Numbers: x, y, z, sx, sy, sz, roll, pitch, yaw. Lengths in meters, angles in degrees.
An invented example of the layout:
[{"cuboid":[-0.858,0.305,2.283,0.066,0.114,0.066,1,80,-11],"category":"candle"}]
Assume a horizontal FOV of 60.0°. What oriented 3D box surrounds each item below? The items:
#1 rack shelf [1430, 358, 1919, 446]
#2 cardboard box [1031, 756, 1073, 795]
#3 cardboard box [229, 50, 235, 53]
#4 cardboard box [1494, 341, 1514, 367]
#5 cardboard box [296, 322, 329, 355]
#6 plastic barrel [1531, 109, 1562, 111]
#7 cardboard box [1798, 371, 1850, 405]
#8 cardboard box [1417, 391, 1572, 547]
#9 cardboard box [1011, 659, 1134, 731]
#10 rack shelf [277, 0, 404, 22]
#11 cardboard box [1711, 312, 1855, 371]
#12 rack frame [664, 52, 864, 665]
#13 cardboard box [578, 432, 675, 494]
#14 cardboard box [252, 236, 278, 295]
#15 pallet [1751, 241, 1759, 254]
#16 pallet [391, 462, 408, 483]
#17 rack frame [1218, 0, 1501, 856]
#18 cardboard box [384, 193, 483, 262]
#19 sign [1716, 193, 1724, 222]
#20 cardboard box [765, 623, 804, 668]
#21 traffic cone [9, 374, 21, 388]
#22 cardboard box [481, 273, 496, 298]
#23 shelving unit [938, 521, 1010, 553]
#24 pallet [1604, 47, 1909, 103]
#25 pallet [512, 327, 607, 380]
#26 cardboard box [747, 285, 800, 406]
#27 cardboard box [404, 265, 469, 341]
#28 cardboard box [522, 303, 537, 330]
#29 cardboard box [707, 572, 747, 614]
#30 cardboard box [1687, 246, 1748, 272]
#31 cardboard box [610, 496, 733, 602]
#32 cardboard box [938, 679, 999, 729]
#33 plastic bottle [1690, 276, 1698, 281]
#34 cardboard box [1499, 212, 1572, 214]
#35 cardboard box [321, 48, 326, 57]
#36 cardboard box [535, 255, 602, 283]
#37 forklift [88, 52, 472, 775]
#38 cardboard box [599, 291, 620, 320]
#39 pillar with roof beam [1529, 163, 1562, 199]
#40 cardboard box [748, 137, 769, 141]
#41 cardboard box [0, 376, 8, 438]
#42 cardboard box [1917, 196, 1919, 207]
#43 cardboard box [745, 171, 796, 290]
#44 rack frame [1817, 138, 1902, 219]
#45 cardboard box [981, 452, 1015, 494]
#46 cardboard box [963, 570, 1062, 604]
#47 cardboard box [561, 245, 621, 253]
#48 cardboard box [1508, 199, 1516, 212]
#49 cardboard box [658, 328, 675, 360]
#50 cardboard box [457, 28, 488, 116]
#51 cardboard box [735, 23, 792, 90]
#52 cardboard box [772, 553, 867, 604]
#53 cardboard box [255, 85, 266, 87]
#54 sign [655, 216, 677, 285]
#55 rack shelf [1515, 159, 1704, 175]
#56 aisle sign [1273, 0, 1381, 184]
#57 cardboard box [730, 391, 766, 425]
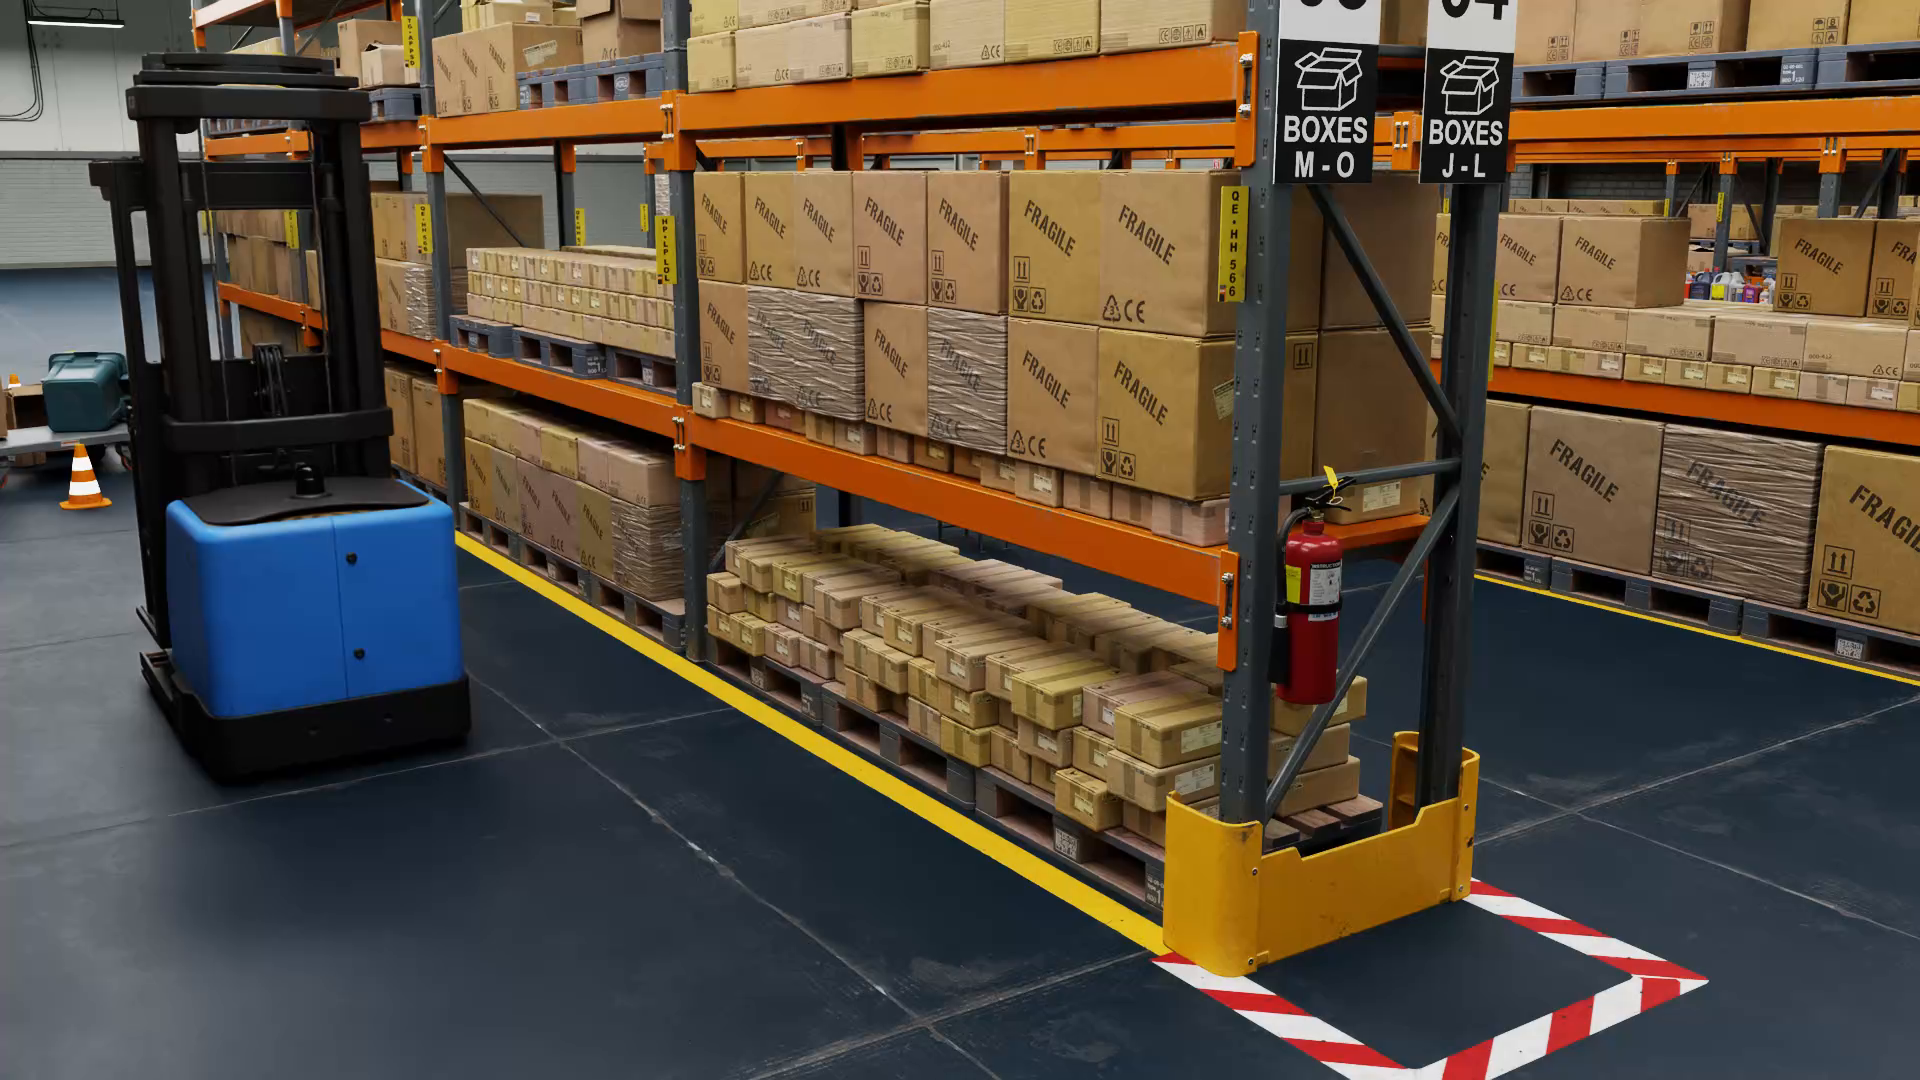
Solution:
[{"cuboid":[4.333,-0.762,9.510,1.077,0.370,4.000,-8,15,-33],"category":"rack shelf"},{"cuboid":[0.489,0.839,6.195,0.380,0.149,0.250,-8,15,-33],"category":"cardboard box"},{"cuboid":[-6.843,-4.652,16.096,0.380,0.149,0.250,-8,15,-32],"category":"cardboard box"},{"cuboid":[3.404,-1.161,10.239,0.380,0.149,0.250,-8,14,-31],"category":"cardboard box"},{"cuboid":[-5.683,-1.610,15.695,0.875,0.875,0.875,-8,15,-32],"category":"cardboard box"},{"cuboid":[5.528,-4.146,15.659,0.294,0.245,0.294,0,12,0],"category":"plastic barrel"},{"cuboid":[4.548,-0.795,8.565,0.380,0.149,0.250,-8,15,-32],"category":"cardboard box"},{"cuboid":[3.524,-0.510,10.662,0.875,0.875,0.875,-8,15,-33],"category":"cardboard box"},{"cuboid":[0.411,0.561,6.071,0.380,0.149,0.250,-8,15,-34],"category":"cardboard box"},{"cuboid":[-4.284,-4.351,12.816,1.077,0.370,4.000,-8,15,-33],"category":"rack shelf"},{"cuboid":[4.389,-1.066,8.868,0.500,0.250,0.500,-9,15,-35],"category":"cardboard box"},{"cuboid":[-0.960,-0.900,8.458,1.000,3.000,0.127,-8,15,-33],"category":"rack frame"},{"cuboid":[-1.857,-0.446,9.494,0.500,0.250,0.500,-7,14,-30],"category":"cardboard box"},{"cuboid":[-6.509,-2.748,16.556,0.875,0.550,0.500,-8,15,-33],"category":"cardboard box"},{"cuboid":[12.249,-4.193,23.964,1.003,0.211,1.213,-8,15,-33],"category":"pallet"},{"cuboid":[-4.222,-0.615,13.682,1.003,0.211,1.213,-8,15,-33],"category":"pallet"},{"cuboid":[1.256,-0.189,5.205,1.000,3.000,0.127,-8,15,-33],"category":"rack frame"},{"cuboid":[-3.984,-2.411,12.790,0.700,0.500,0.500,-8,15,-34],"category":"cardboard box"},{"cuboid":[8.797,-3.852,19.245,0.100,0.325,0.005,-8,15,-33],"category":"sign"},{"cuboid":[-0.697,0.475,7.857,0.380,0.149,0.250,-8,15,-33],"category":"cardboard box"},{"cuboid":[-9.626,-1.459,16.952,0.336,0.463,0.334,-8,15,-33],"category":"traffic cone"},{"cuboid":[-2.924,-1.682,10.940,0.380,0.149,0.250,-7,14,-30],"category":"cardboard box"},{"cuboid":[0.092,-0.557,11.099,0.258,1.200,0.503,-8,15,-33],"category":"shelving unit"},{"cuboid":[4.341,-2.528,9.087,1.003,0.211,1.213,-8,15,-33],"category":"pallet"},{"cuboid":[-2.045,-1.171,10.143,1.003,0.211,1.213,-8,15,-33],"category":"pallet"},{"cuboid":[-0.615,-0.889,7.477,0.500,0.500,0.500,-8,15,-33],"category":"cardboard box"},{"cuboid":[-3.649,-1.709,11.921,0.500,0.500,0.500,-8,15,-33],"category":"cardboard box"},{"cuboid":[-2.498,-1.400,10.348,0.380,0.149,0.250,-8,14,-31],"category":"cardboard box"},{"cuboid":[-1.026,0.244,8.217,0.380,0.149,0.250,-7,14,-30],"category":"cardboard box"},{"cuboid":[9.093,-3.379,20.001,0.500,0.311,0.500,-7,14,-29],"category":"cardboard box"},{"cuboid":[-1.580,0.014,9.145,0.500,0.500,0.500,-8,15,-34],"category":"cardboard box"},{"cuboid":[0.139,0.610,6.543,0.380,0.149,0.250,-8,15,-32],"category":"cardboard box"},{"cuboid":[6.472,-2.197,14.690,0.097,0.271,0.097,0,12,0],"category":"plastic bottle"},{"cuboid":[3.702,-1.858,10.735,0.500,0.500,0.500,-8,14,-31],"category":"cardboard box"},{"cuboid":[-5.878,-4.595,15.838,0.380,0.149,0.250,-8,15,-32],"category":"cardboard box"},{"cuboid":[-2.352,-1.646,10.080,0.380,0.149,0.250,-8,14,-31],"category":"cardboard box"},{"cuboid":[-3.358,-0.738,7.875,1.130,2.935,3.031,-8,15,-32],"category":"forklift"},{"cuboid":[-1.782,-1.315,9.261,0.380,0.149,0.250,-9,15,-35],"category":"cardboard box"},{"cuboid":[6.471,-7.762,25.790,9.100,9.000,0.400,-8,15,-33],"category":"pillar with roof beam"},{"cuboid":[-1.958,-4.429,17.922,0.500,0.250,0.500,-8,14,-31],"category":"cardboard box"},{"cuboid":[-7.992,-1.084,13.376,0.500,0.500,0.500,-8,15,-33],"category":"cardboard box"},{"cuboid":[13.163,-4.578,22.494,0.380,0.149,0.250,-11,16,-40],"category":"cardboard box"},{"cuboid":[-0.613,-1.384,7.396,0.500,0.500,0.500,-9,15,-34],"category":"cardboard box"},{"cuboid":[7.348,-2.056,13.741,1.000,3.000,0.127,-8,15,-33],"category":"rack frame"},{"cuboid":[0.300,-0.275,6.187,0.380,0.149,0.250,-9,15,-35],"category":"cardboard box"},{"cuboid":[0.238,0.252,7.484,0.380,0.149,0.250,-9,15,-35],"category":"cardboard box"},{"cuboid":[-2.523,-1.952,11.479,0.380,0.149,0.250,-9,15,-35],"category":"cardboard box"},{"cuboid":[9.227,-5.456,27.838,0.500,0.500,0.500,-8,15,-33],"category":"cardboard box"},{"cuboid":[-1.345,-1.030,8.655,0.380,0.149,0.250,-8,15,-34],"category":"cardboard box"},{"cuboid":[-2.798,-2.905,10.368,0.500,0.500,0.500,-8,15,-33],"category":"cardboard box"},{"cuboid":[-0.638,-2.091,7.231,0.500,0.250,0.500,-8,15,-34],"category":"cardboard box"},{"cuboid":[-0.657,0.178,7.826,0.380,0.149,0.250,-8,15,-34],"category":"cardboard box"},{"cuboid":[-6.159,-4.262,15.245,0.500,0.250,0.500,-8,15,-33],"category":"cardboard box"},{"cuboid":[-1.420,-1.400,8.031,0.100,0.325,0.005,-8,15,-33],"category":"sign"},{"cuboid":[10.055,-6.121,26.992,1.077,0.370,4.000,-8,15,-33],"category":"rack shelf"},{"cuboid":[1.047,-1.410,4.705,0.394,0.787,0.004,-8,15,-33],"category":"aisle sign"},{"cuboid":[-0.871,-0.651,7.907,0.380,0.149,0.250,-8,14,-31],"category":"cardboard box"}]
